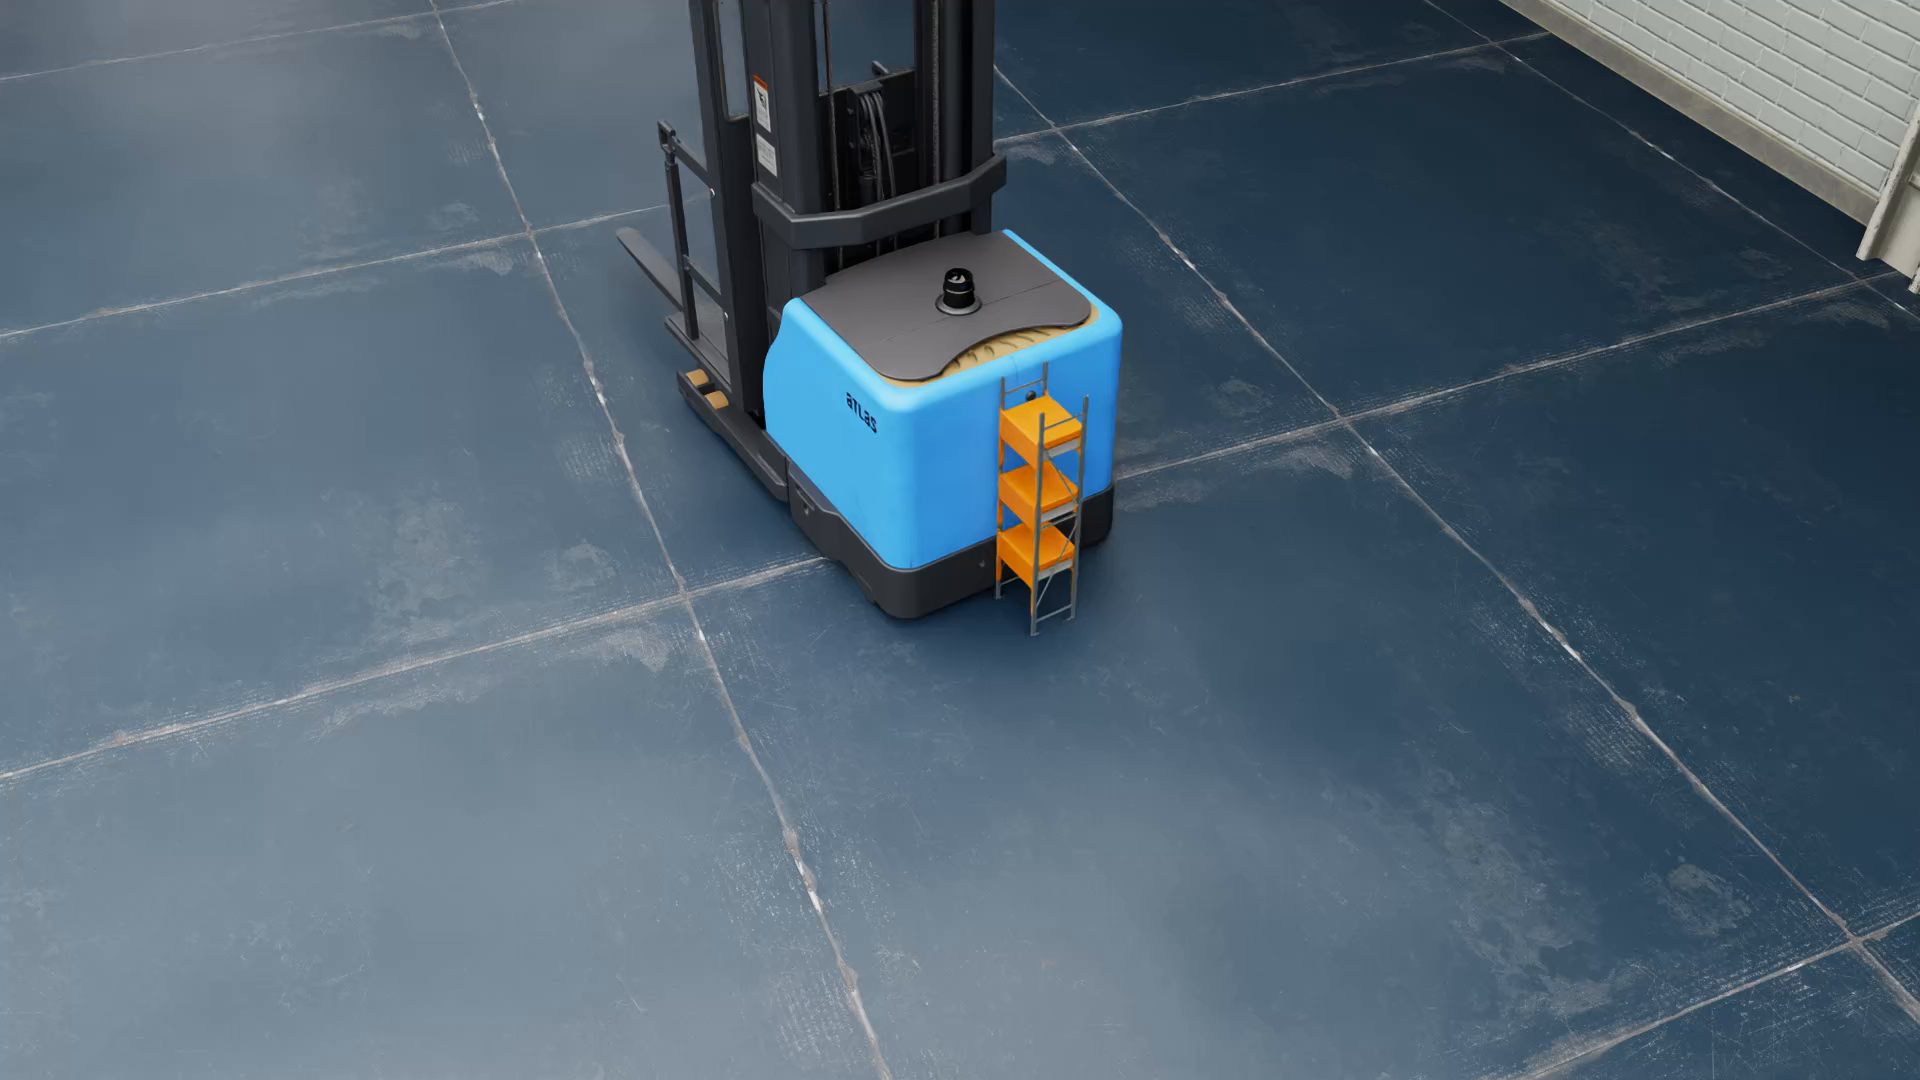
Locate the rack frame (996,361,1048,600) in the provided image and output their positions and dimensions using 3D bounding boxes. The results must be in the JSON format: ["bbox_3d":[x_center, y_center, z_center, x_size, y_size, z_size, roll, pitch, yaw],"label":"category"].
[{"bbox_3d":[0.225,-0.199,6.176,0.200,1.050,0.008,-22,46,-24],"label":"rack frame"}]

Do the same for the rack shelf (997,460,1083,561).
[{"bbox_3d":[0.291,-0.124,6.105,0.215,0.259,0.240,-22,46,-24],"label":"rack shelf"}]

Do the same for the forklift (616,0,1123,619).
[{"bbox_3d":[-0.601,-1.748,6.535,1.130,2.935,3.031,-22,46,-24],"label":"forklift"}]

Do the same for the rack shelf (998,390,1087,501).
[{"bbox_3d":[0.291,-0.339,5.920,0.215,0.259,0.240,-22,46,-24],"label":"rack shelf"}]

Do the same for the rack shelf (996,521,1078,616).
[{"bbox_3d":[0.291,0.087,6.286,0.215,0.259,0.240,-22,46,-24],"label":"rack shelf"}]

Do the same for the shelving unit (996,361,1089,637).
[{"bbox_3d":[0.291,-0.132,6.098,0.215,1.050,0.252,-22,46,-24],"label":"shelving unit"}]

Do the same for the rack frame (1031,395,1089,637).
[{"bbox_3d":[0.356,-0.065,6.020,0.200,1.050,0.008,-22,46,-24],"label":"rack frame"}]

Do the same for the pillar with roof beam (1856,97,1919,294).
[{"bbox_3d":[0.777,-3.701,4.152,9.100,9.000,0.400,-15,43,-17],"label":"pillar with roof beam"}]
